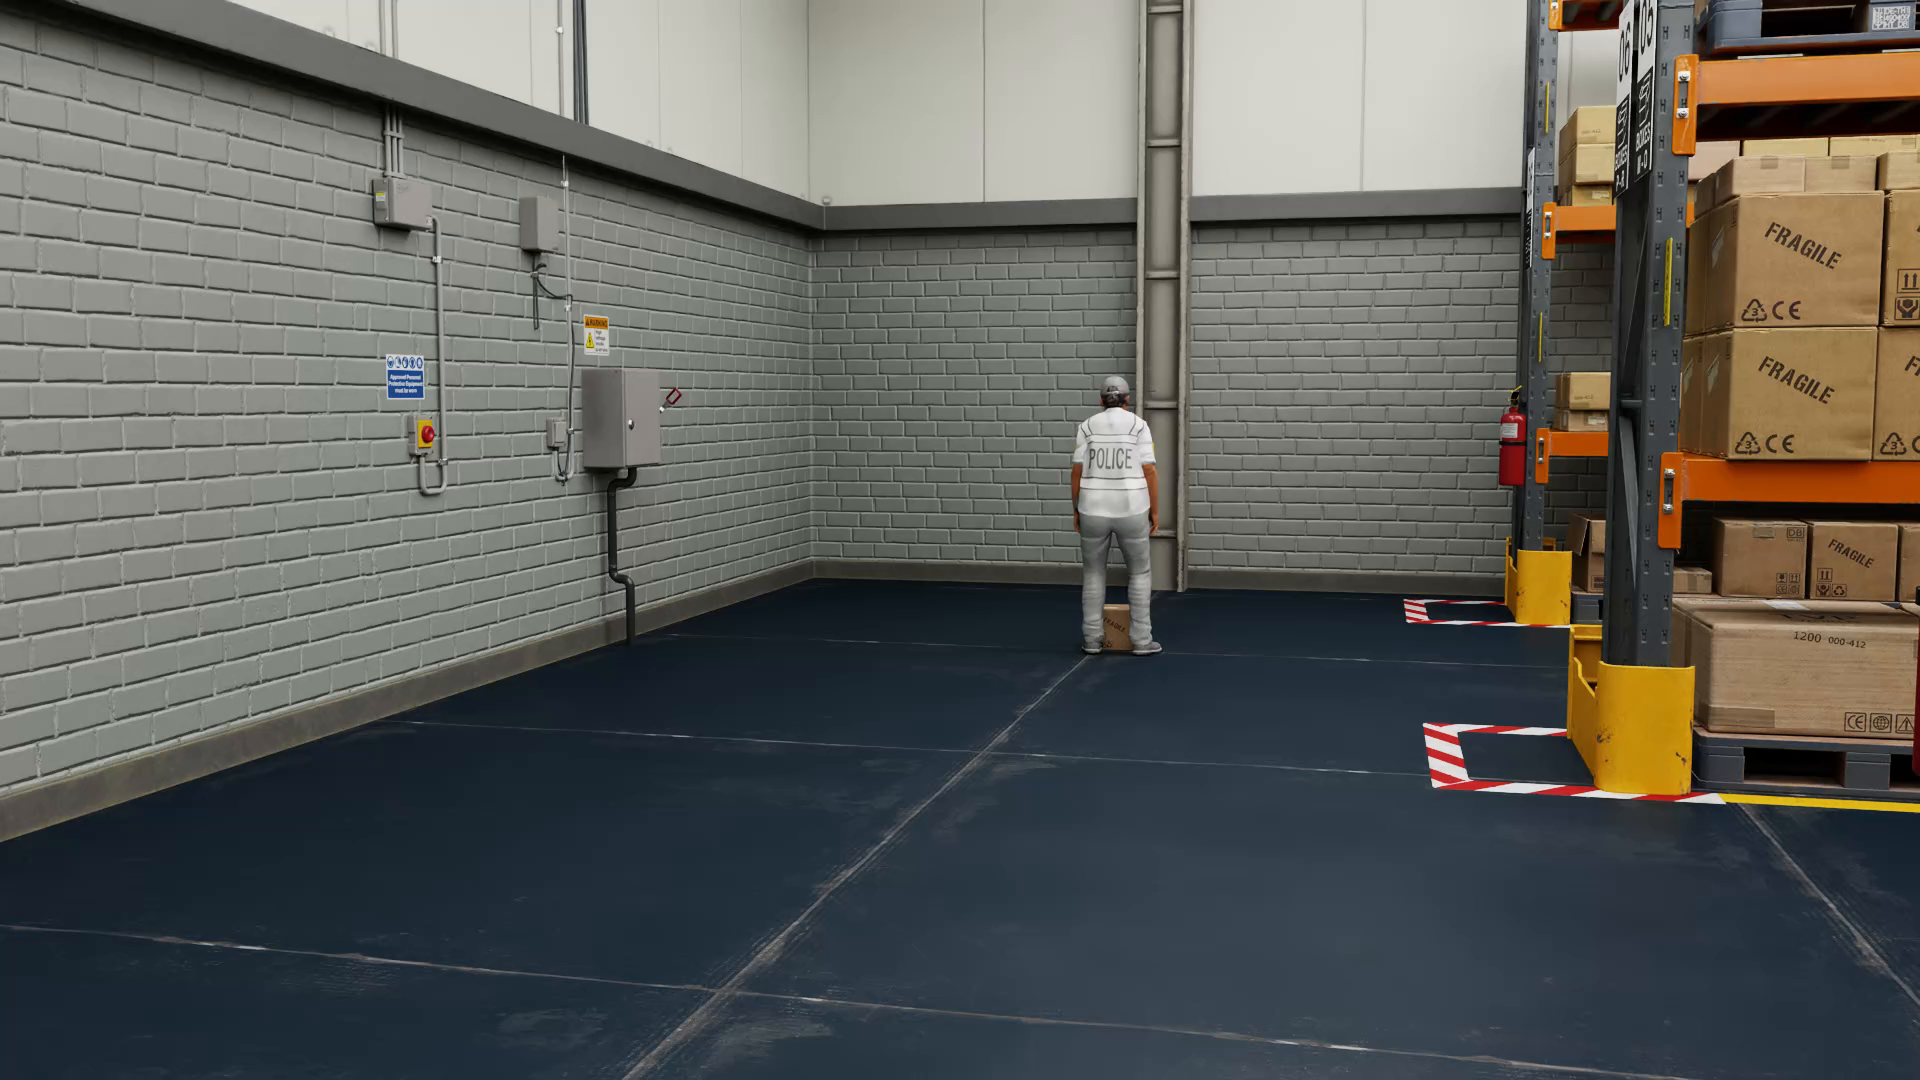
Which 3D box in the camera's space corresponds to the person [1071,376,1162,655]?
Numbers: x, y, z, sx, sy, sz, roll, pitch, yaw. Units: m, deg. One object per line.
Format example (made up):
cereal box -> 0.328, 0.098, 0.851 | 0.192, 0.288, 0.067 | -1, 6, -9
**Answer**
person -> 0.936, -0.150, 9.968 | 0.538, 1.666, 0.465 | 1, 5, 14
